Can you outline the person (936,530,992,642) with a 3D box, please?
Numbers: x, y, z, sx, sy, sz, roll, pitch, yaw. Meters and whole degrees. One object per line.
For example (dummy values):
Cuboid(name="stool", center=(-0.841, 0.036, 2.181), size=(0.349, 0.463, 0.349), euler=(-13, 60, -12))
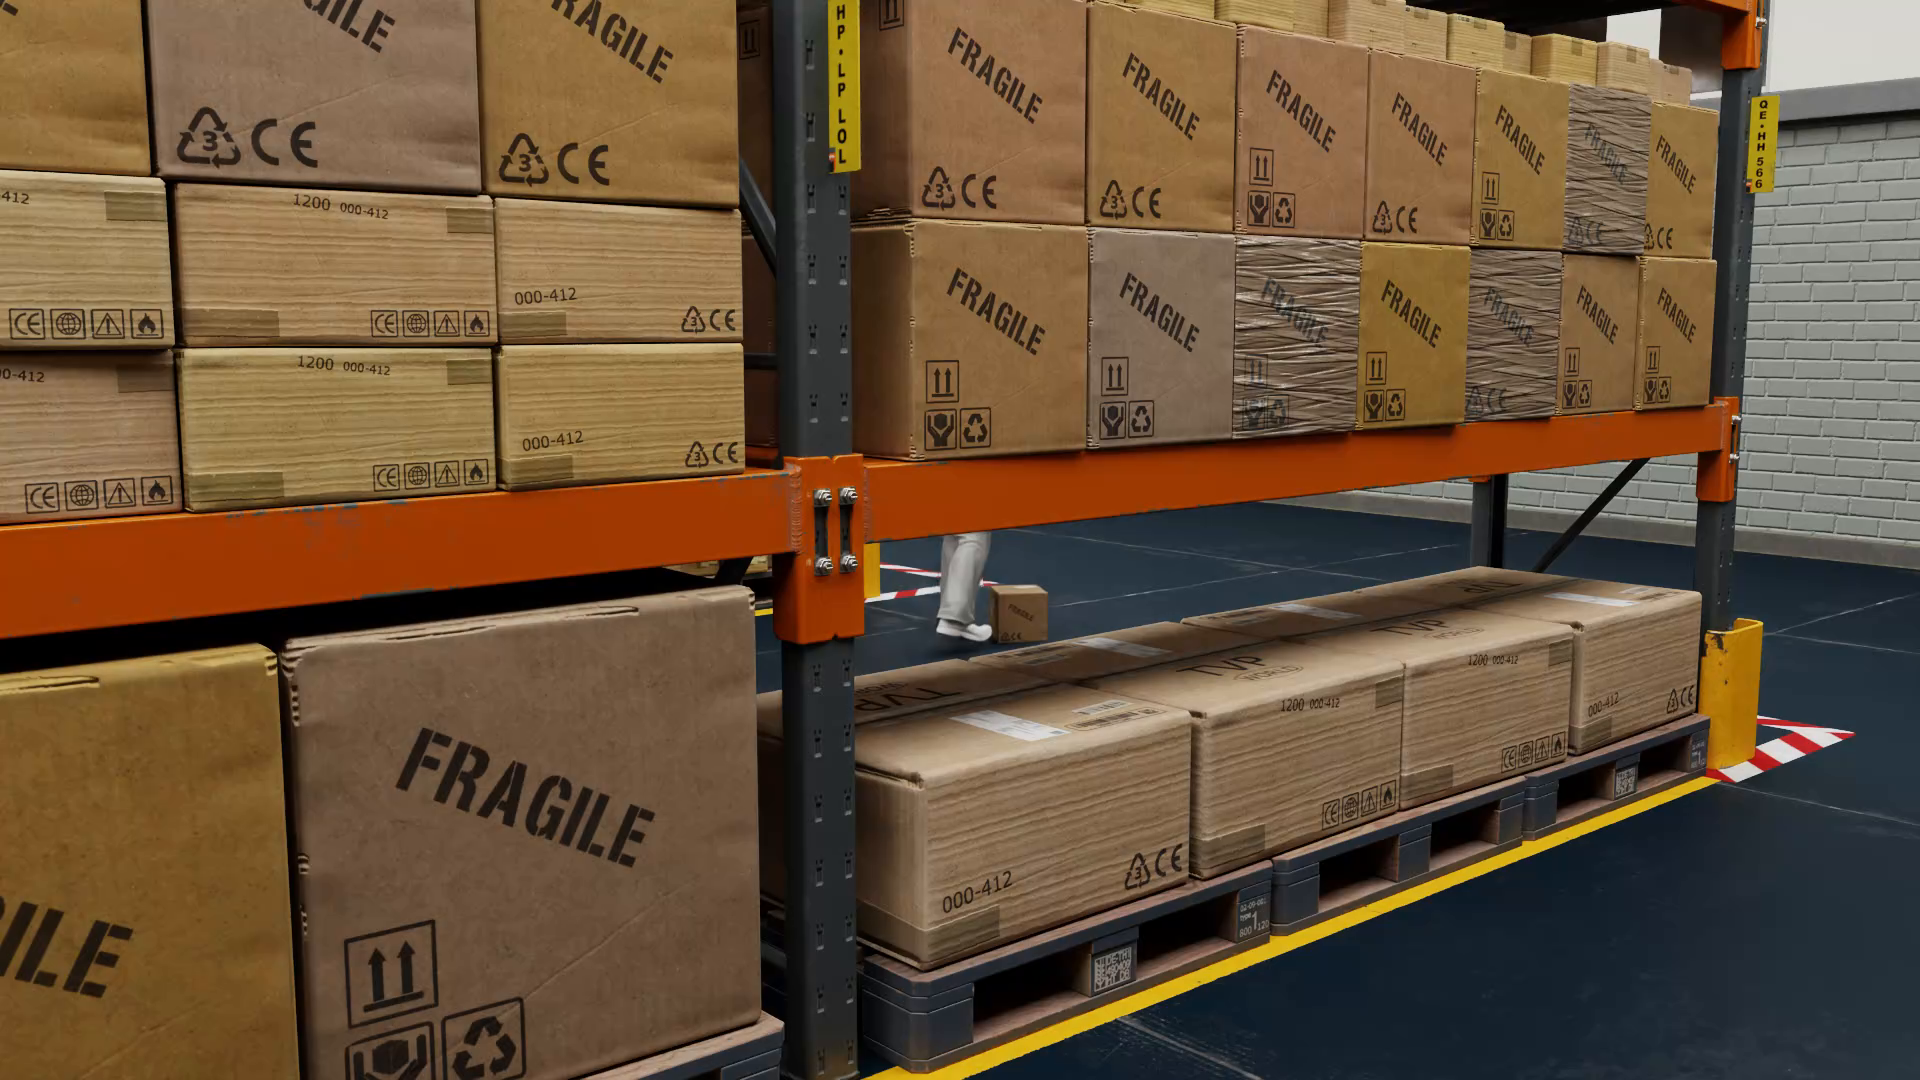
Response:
Cuboid(name="person", center=(-0.006, -0.321, 8.333), size=(0.558, 1.604, 0.850), euler=(4, 8, 27))
